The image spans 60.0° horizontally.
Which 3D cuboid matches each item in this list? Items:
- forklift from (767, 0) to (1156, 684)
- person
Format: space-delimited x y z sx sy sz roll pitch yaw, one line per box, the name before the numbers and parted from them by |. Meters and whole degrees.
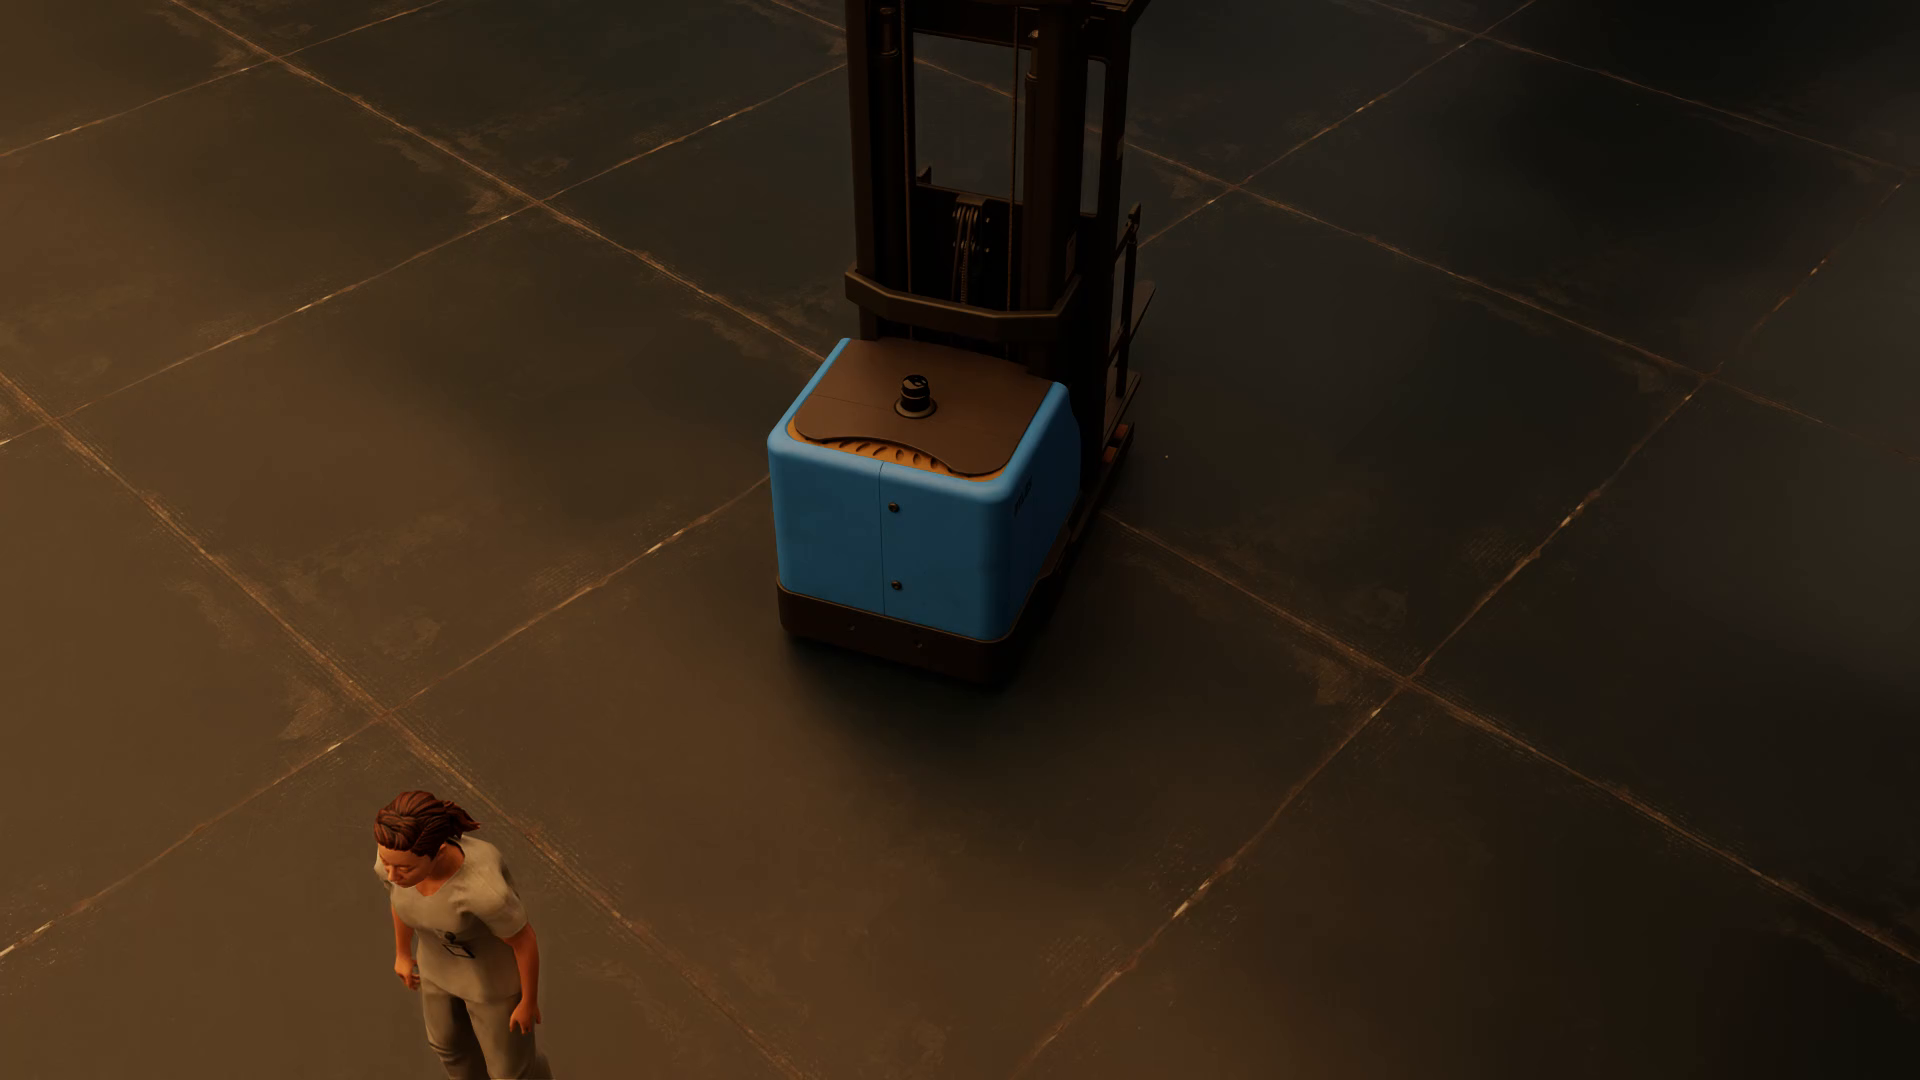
forklift | 0.211 -1.484 7.158 1.130 2.935 3.031 14 42 15
person | -1.450 1.284 4.899 0.515 1.672 0.360 17 43 18
